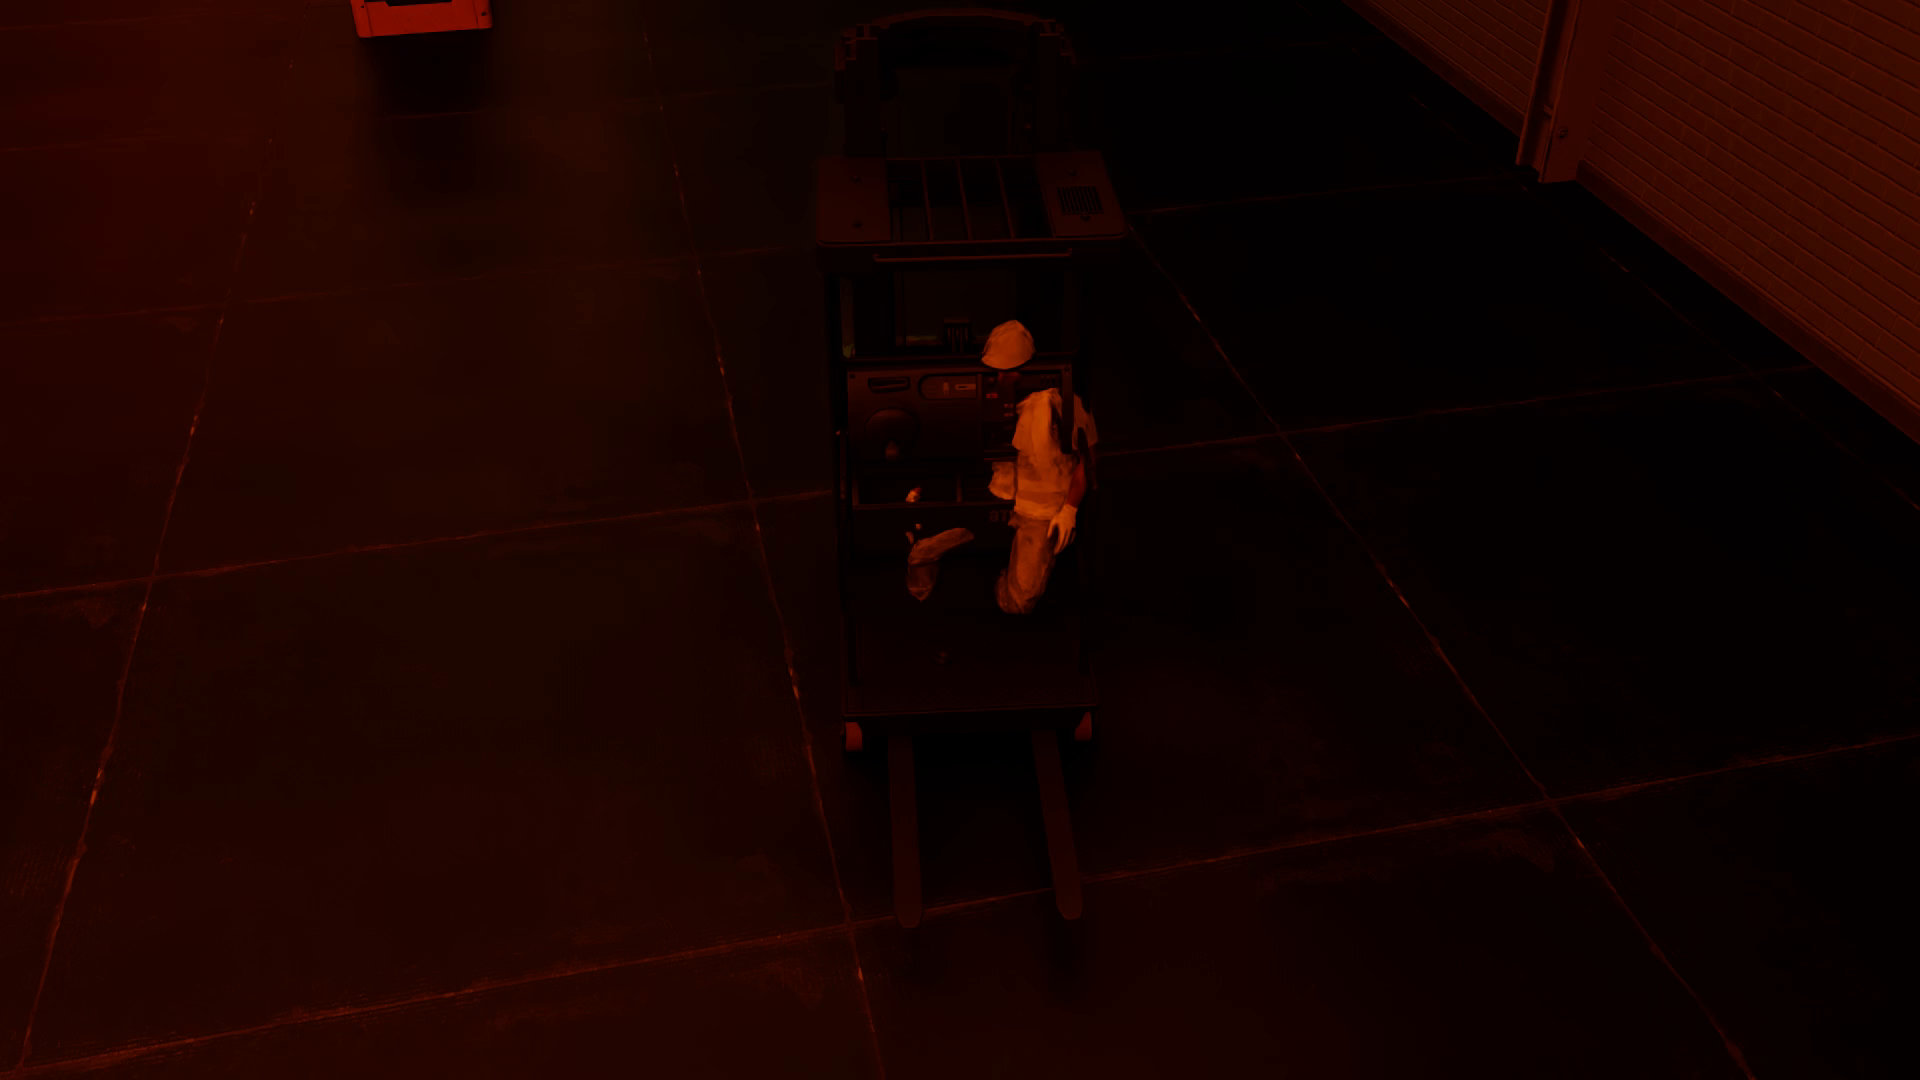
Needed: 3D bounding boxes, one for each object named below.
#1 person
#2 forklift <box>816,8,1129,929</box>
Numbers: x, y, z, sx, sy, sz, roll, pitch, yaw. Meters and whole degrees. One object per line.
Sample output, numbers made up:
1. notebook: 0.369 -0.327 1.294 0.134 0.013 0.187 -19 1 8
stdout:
1. person: 0.125 -0.193 7.147 0.819 1.514 0.721 21 41 26
2. forklift: 0.018 -0.464 6.695 1.130 2.935 3.031 -2 36 -3
